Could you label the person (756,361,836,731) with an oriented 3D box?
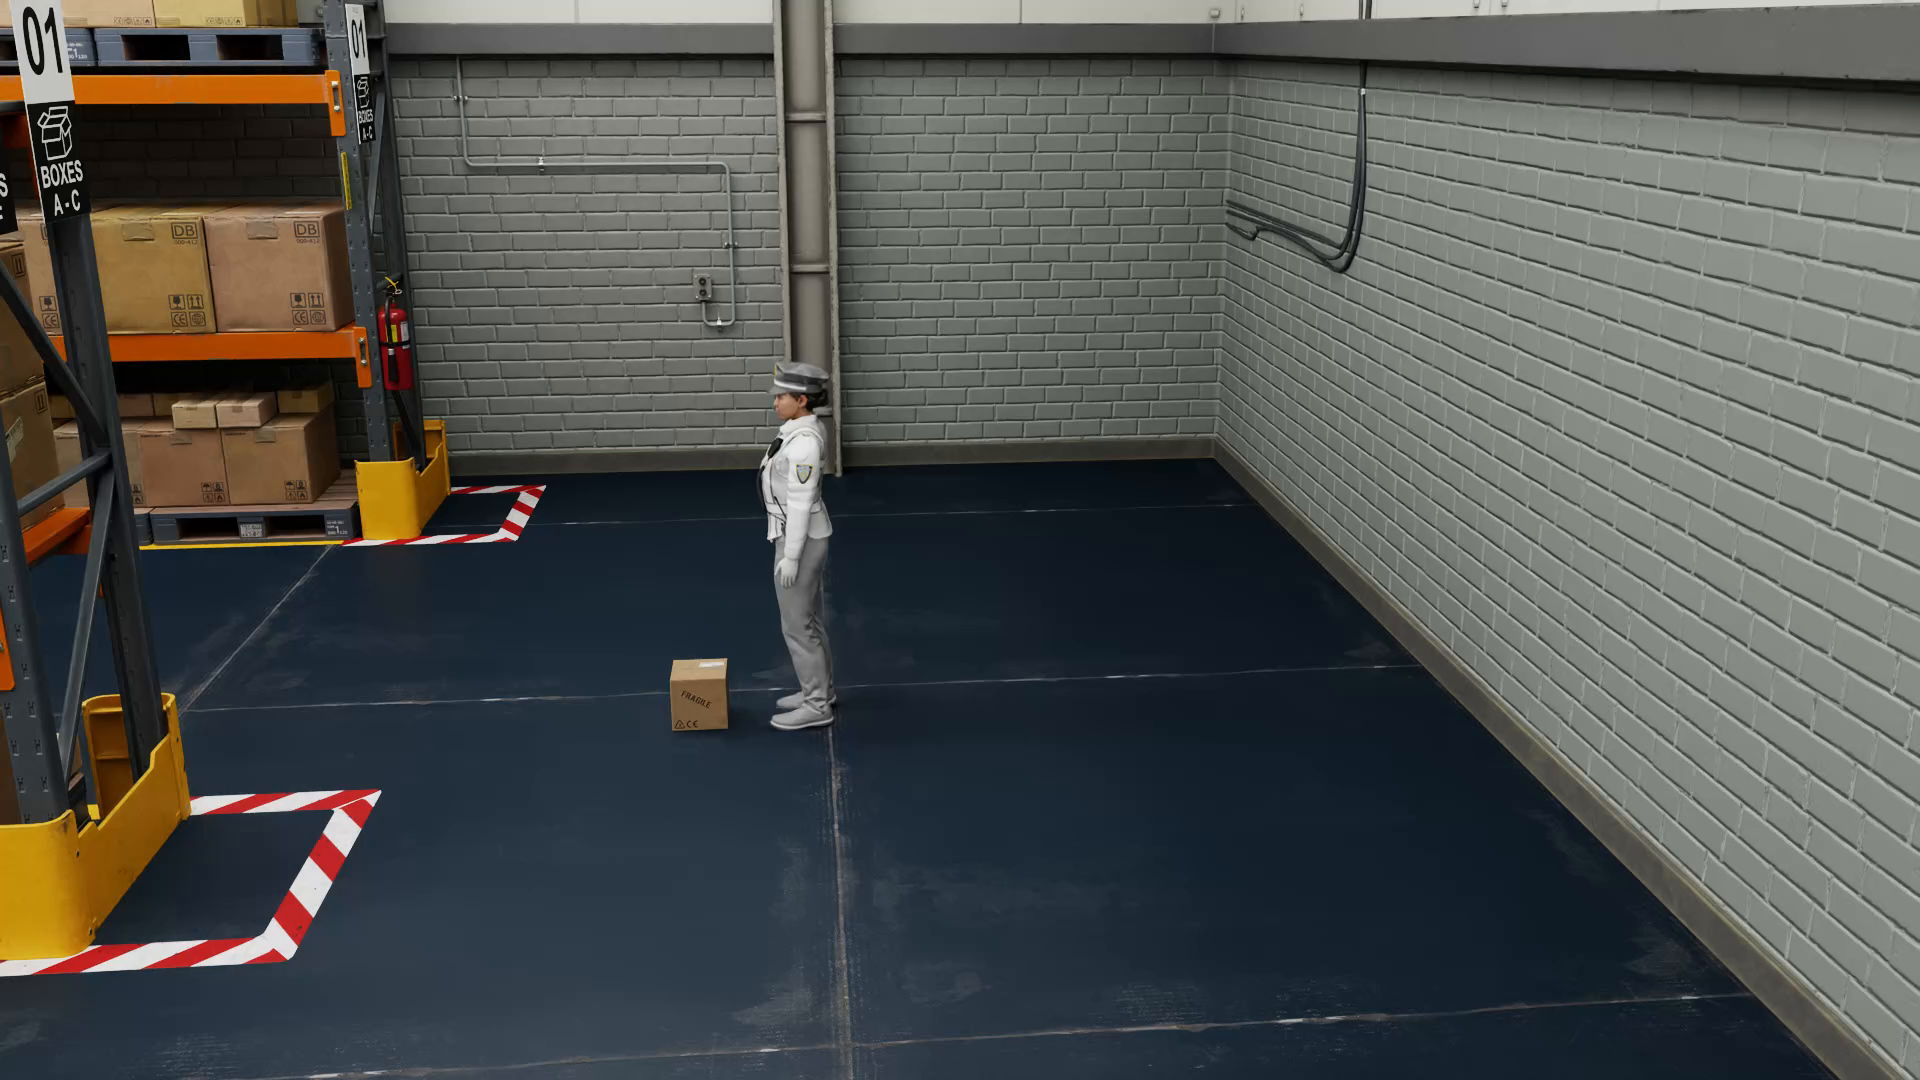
[{"bbox_3d":[-0.731,0.032,7.452,0.333,1.689,0.468,-1,17,-4],"label":"person"}]
